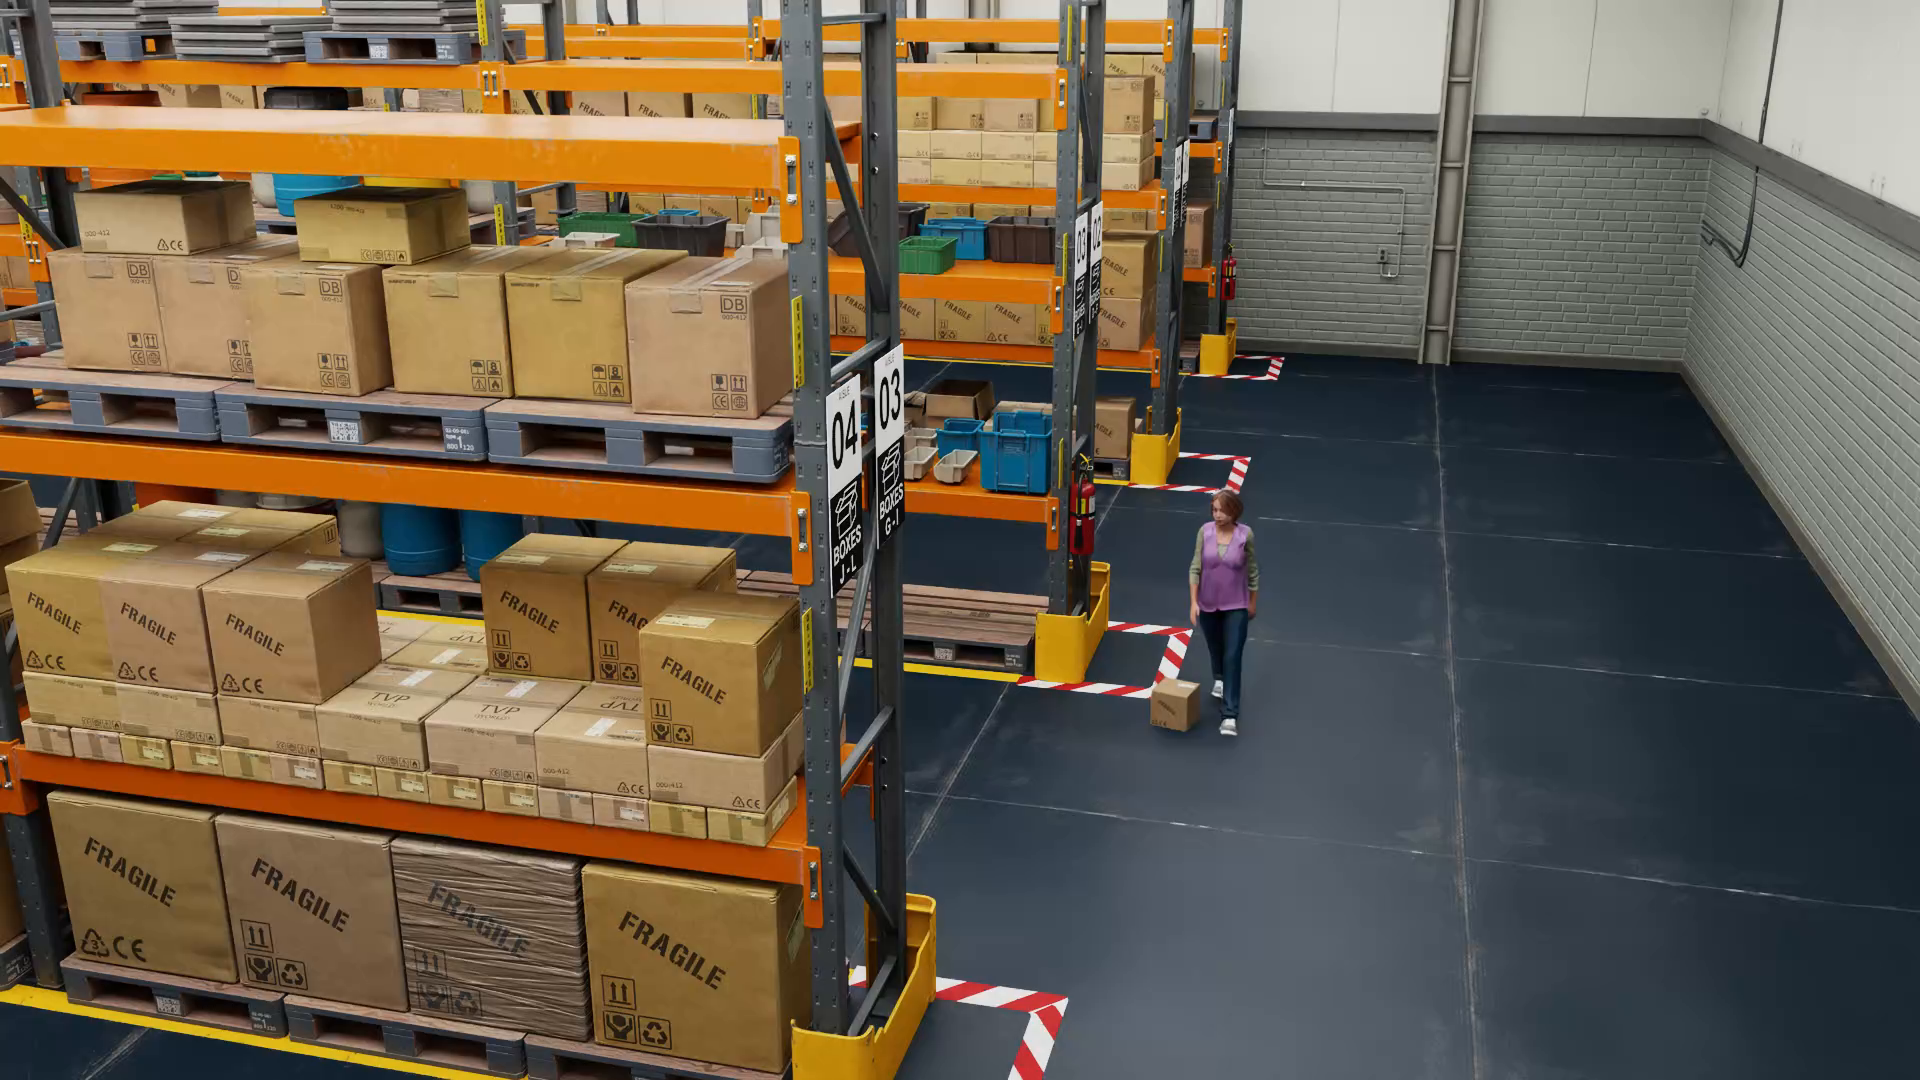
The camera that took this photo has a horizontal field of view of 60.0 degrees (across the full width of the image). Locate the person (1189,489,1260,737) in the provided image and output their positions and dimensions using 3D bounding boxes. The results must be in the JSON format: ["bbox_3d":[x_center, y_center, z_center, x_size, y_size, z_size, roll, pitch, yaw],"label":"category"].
[{"bbox_3d":[1.703,0.425,10.784,0.457,1.535,0.959,8,20,21],"label":"person"}]
